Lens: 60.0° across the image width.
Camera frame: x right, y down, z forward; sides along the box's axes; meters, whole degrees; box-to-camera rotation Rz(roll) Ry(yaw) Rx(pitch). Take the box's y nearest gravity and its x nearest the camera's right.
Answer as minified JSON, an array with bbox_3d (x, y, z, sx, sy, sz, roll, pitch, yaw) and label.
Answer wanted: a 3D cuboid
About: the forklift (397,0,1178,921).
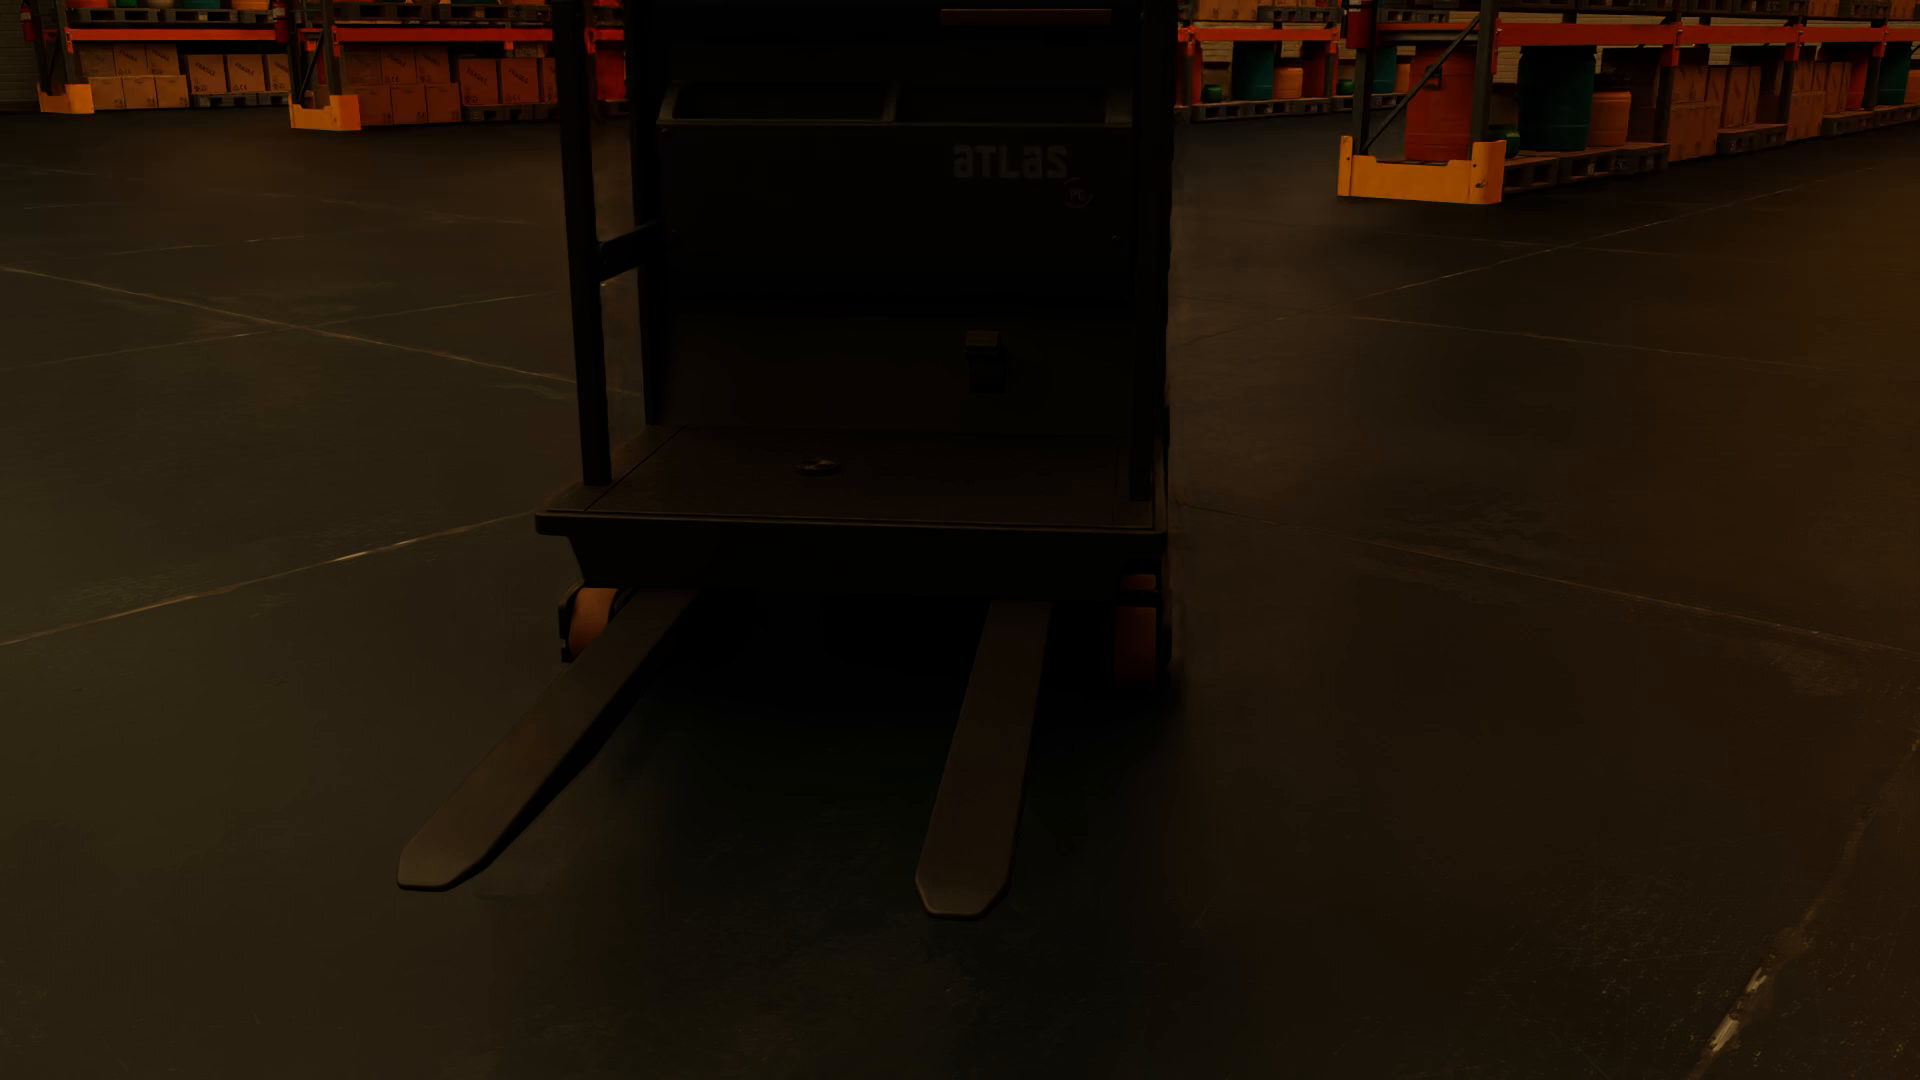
[{"bbox_3d":[-0.146,-1.225,2.932,1.130,2.935,3.031,2,17,6],"label":"forklift"}]
